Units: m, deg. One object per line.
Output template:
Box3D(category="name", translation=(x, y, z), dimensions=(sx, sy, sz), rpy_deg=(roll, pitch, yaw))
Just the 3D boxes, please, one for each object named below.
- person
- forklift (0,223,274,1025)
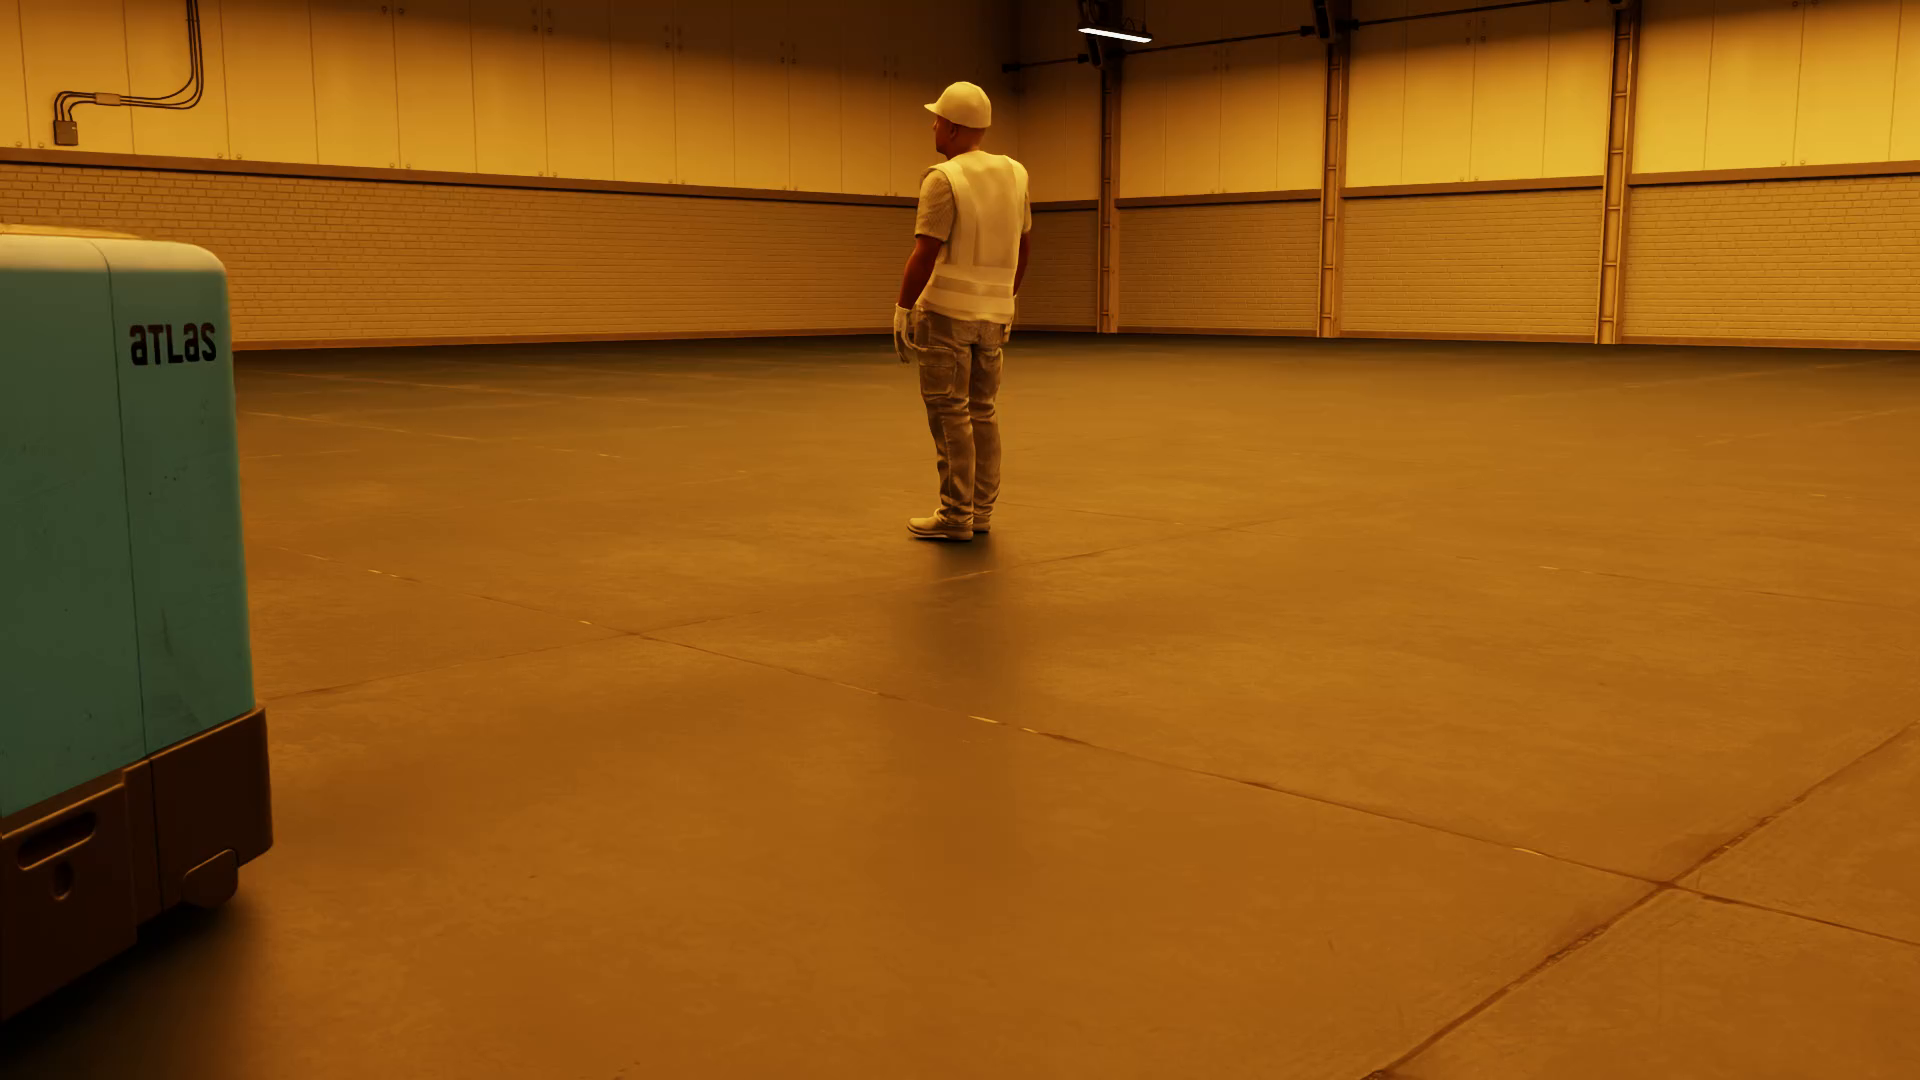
Box3D(category="person", translation=(-0.045, -0.897, 6.639), dimensions=(0.577, 1.782, 0.656), rpy_deg=(8, 12, 43))
Box3D(category="forklift", translation=(-1.896, -0.662, 1.266), dimensions=(1.130, 2.935, 3.031), rpy_deg=(1, 9, 9))
